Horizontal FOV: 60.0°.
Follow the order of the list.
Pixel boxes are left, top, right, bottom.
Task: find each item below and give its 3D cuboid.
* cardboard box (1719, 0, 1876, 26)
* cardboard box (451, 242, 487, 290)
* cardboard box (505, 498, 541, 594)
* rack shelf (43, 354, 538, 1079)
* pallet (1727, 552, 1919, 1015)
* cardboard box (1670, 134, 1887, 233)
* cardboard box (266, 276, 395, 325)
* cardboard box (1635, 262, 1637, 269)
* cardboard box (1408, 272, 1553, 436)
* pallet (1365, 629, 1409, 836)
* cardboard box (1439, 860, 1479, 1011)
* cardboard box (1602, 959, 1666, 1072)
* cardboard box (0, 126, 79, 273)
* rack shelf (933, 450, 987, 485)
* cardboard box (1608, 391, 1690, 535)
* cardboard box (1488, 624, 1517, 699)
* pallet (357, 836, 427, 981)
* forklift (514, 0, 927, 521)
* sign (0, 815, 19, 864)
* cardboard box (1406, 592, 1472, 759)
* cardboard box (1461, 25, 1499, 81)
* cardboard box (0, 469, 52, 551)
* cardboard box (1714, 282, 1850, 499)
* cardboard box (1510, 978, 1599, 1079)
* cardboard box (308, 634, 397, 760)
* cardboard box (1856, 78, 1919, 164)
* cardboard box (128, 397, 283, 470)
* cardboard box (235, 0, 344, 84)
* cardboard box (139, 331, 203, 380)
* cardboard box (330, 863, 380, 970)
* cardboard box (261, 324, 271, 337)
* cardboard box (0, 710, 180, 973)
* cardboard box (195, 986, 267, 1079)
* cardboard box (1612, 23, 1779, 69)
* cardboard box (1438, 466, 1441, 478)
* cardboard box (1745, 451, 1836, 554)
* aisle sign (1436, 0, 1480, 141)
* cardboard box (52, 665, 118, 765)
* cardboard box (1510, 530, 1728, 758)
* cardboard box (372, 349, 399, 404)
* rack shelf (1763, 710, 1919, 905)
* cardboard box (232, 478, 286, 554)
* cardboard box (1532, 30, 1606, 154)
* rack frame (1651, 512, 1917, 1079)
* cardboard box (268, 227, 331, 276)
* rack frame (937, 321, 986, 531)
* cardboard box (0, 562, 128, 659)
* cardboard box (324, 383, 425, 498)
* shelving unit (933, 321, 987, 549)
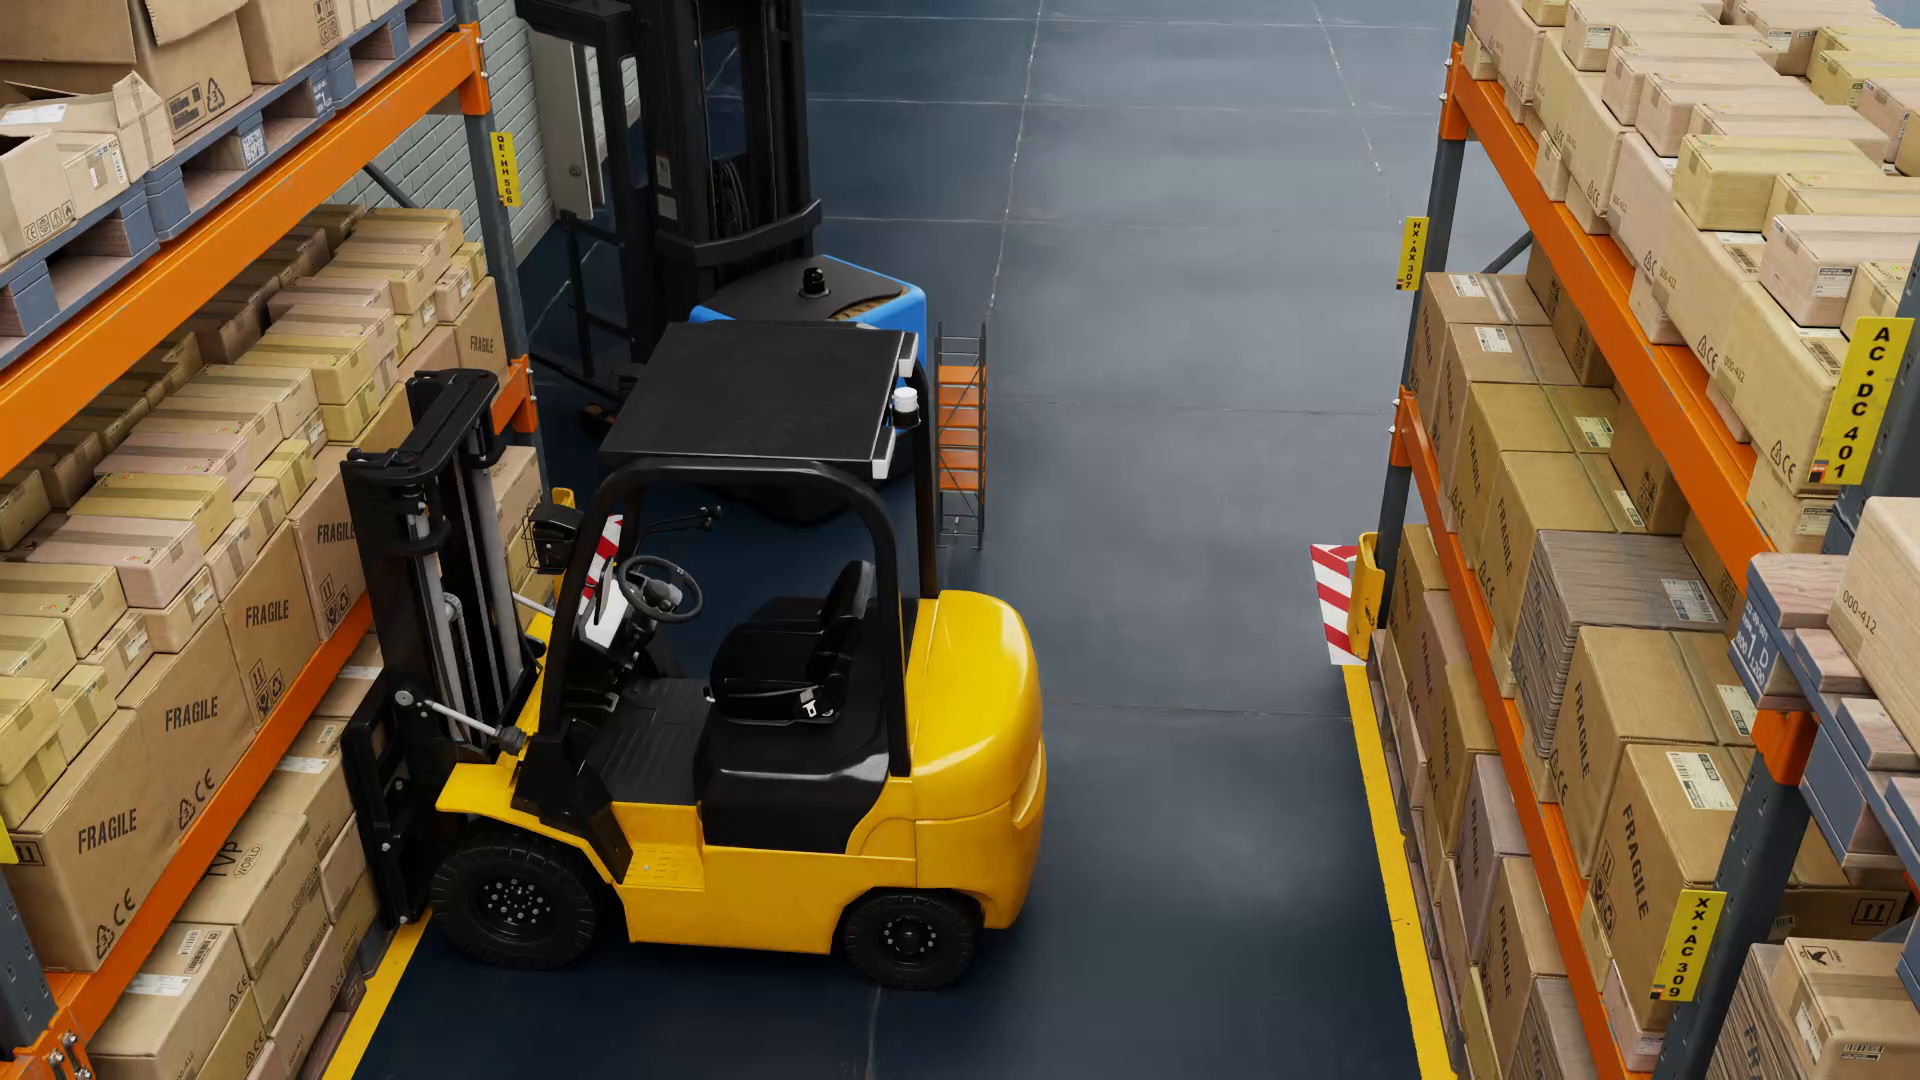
[{"bbox_3d":[2.562,-1.611,5.126,0.380,0.149,0.250,2,32,4],"label":"cardboard box"},{"bbox_3d":[-2.241,-1.152,7.047,0.380,0.149,0.250,3,32,5],"label":"cardboard box"},{"bbox_3d":[-2.220,0.020,7.602,0.500,0.250,0.500,2,32,3],"label":"cardboard box"},{"bbox_3d":[-2.655,0.325,6.049,1.077,0.370,4.000,2,32,4],"label":"rack shelf"},{"bbox_3d":[1.974,0.396,2.568,1.213,0.211,1.003,2,32,4],"label":"pallet"},{"bbox_3d":[1.884,-0.822,3.846,0.380,0.149,0.250,3,32,5],"label":"cardboard box"},{"bbox_3d":[-2.389,-0.881,6.323,0.380,0.149,0.250,3,32,4],"label":"cardboard box"},{"bbox_3d":[2.055,-0.743,4.476,0.380,0.149,0.250,3,32,5],"label":"cardboard box"},{"bbox_3d":[2.141,-0.750,6.729,0.500,0.500,0.500,2,32,3],"label":"cardboard box"},{"bbox_3d":[2.348,0.833,7.196,1.003,0.211,1.213,2,32,4],"label":"pallet"},{"bbox_3d":[1.990,1.401,5.837,0.500,0.250,0.500,3,32,5],"label":"cardboard box"},{"bbox_3d":[1.852,1.201,4.182,0.380,0.149,0.250,2,32,3],"label":"cardboard box"},{"bbox_3d":[-2.507,-0.820,3.952,0.500,0.311,0.500,3,32,5],"label":"cardboard box"},{"bbox_3d":[0.001,-0.378,8.534,0.258,0.103,0.180,2,32,4],"label":"rack shelf"},{"bbox_3d":[2.465,-0.345,5.119,0.700,0.500,0.500,2,32,4],"label":"cardboard box"},{"bbox_3d":[1.967,0.401,5.480,0.380,0.149,0.250,3,32,4],"label":"cardboard box"},{"bbox_3d":[-2.614,1.198,6.604,1.003,0.211,1.213,2,32,4],"label":"pallet"},{"bbox_3d":[-1.615,-1.990,9.186,3.031,2.935,1.130,24,39,34],"label":"forklift"},{"bbox_3d":[-2.276,0.624,3.851,0.100,0.325,0.005,2,32,4],"label":"sign"},{"bbox_3d":[2.075,0.552,6.501,0.500,0.500,0.500,1,32,2],"label":"cardboard box"},{"bbox_3d":[2.105,-1.827,6.236,0.380,0.149,0.250,2,32,4],"label":"cardboard box"},{"bbox_3d":[-3.024,-0.097,5.051,0.380,0.149,0.250,2,32,3],"label":"cardboard box"},{"bbox_3d":[1.898,-0.308,3.391,0.500,0.250,0.500,2,32,4],"label":"cardboard box"},{"bbox_3d":[1.911,1.627,4.757,0.500,0.500,0.500,2,32,3],"label":"cardboard box"},{"bbox_3d":[-2.334,0.590,6.202,0.500,0.250,0.500,2,32,3],"label":"cardboard box"},{"bbox_3d":[2.532,-1.069,4.245,0.380,0.149,0.250,2,32,3],"label":"cardboard box"},{"bbox_3d":[-2.467,-0.343,5.450,0.380,0.149,0.250,3,32,4],"label":"cardboard box"},{"bbox_3d":[-2.468,-1.795,5.353,0.700,0.500,0.500,3,32,4],"label":"cardboard box"},{"bbox_3d":[-2.946,-0.631,5.918,0.380,0.149,0.250,2,32,3],"label":"cardboard box"},{"bbox_3d":[-2.396,1.282,6.031,0.500,0.250,0.500,3,32,5],"label":"cardboard box"},{"bbox_3d":[-2.844,-0.778,6.439,0.380,0.149,0.250,1,32,2],"label":"cardboard box"},{"bbox_3d":[-2.521,0.801,4.495,0.500,0.500,0.500,2,32,3],"label":"cardboard box"},{"bbox_3d":[-2.470,1.604,5.032,0.500,0.250,0.500,2,32,4],"label":"cardboard box"},{"bbox_3d":[2.068,-1.355,4.709,0.380,0.149,0.250,3,32,5],"label":"cardboard box"},{"bbox_3d":[2.113,-0.273,6.574,0.380,0.149,0.250,1,32,2],"label":"cardboard box"},{"bbox_3d":[1.851,-0.073,3.390,0.380,0.149,0.250,3,32,4],"label":"cardboard box"},{"bbox_3d":[2.152,-1.969,6.608,0.394,0.787,0.004,2,32,4],"label":"aisle sign"},{"bbox_3d":[-2.510,0.455,4.439,0.380,0.149,0.250,3,32,5],"label":"cardboard box"},{"bbox_3d":[1.991,0.322,4.990,0.500,0.500,0.500,3,32,5],"label":"cardboard box"},{"bbox_3d":[-2.320,-0.613,6.173,0.380,0.149,0.250,1,32,2],"label":"cardboard box"},{"bbox_3d":[1.967,1.350,1.527,1.077,0.370,4.000,2,32,4],"label":"rack shelf"},{"bbox_3d":[-2.396,-0.077,5.303,0.380,0.149,0.250,1,32,2],"label":"cardboard box"},{"bbox_3d":[2.081,-1.371,5.115,0.500,0.250,0.500,3,32,5],"label":"cardboard box"},{"bbox_3d":[2.130,1.275,3.822,1.000,3.000,0.127,2,32,4],"label":"rack frame"},{"bbox_3d":[-2.816,-1.169,6.791,0.380,0.149,0.250,4,32,6],"label":"cardboard box"},{"bbox_3d":[0.009,-0.566,8.525,0.240,1.200,0.006,2,32,4],"label":"rack frame"},{"bbox_3d":[-2.553,0.191,4.584,0.380,0.149,0.250,2,32,3],"label":"cardboard box"},{"bbox_3d":[-2.363,-0.262,6.221,0.500,0.500,0.500,2,32,3],"label":"cardboard box"},{"bbox_3d":[0.001,-0.518,8.447,0.258,1.200,0.189,2,32,4],"label":"shelving unit"}]
